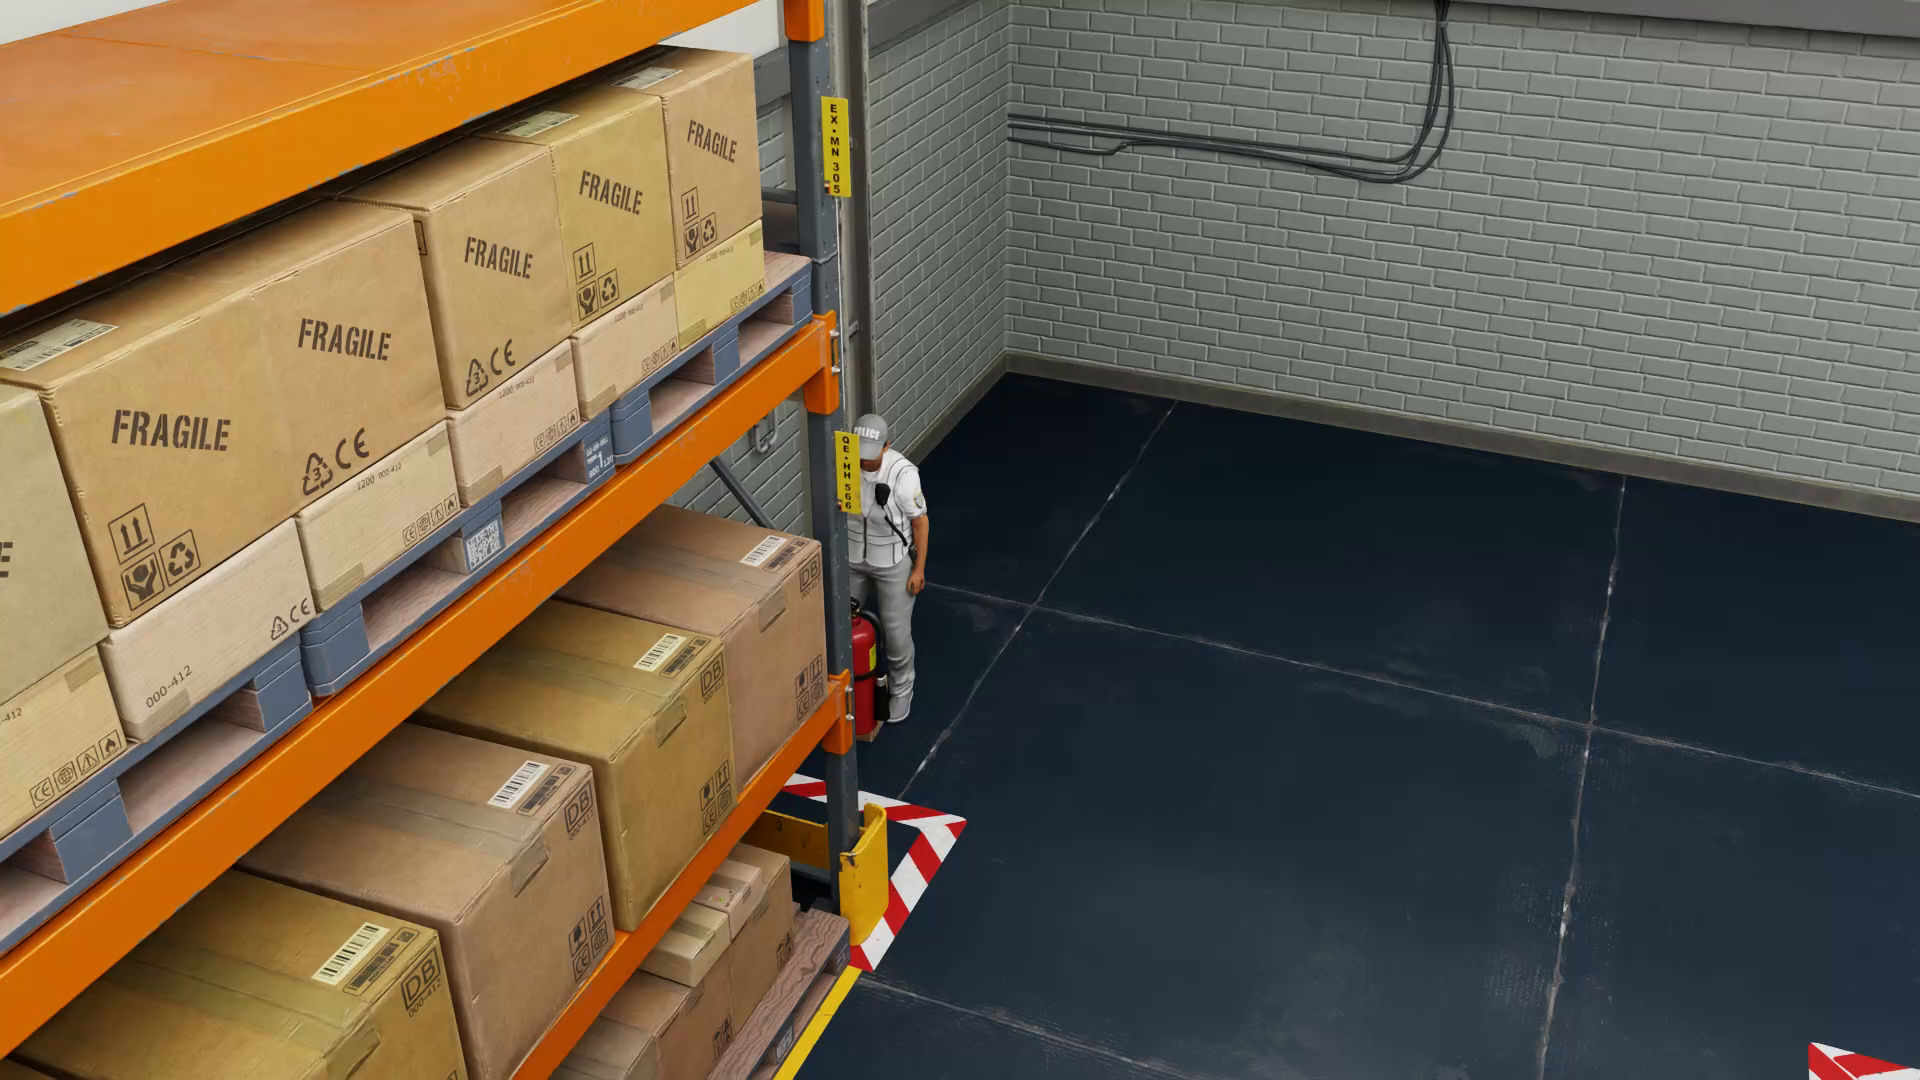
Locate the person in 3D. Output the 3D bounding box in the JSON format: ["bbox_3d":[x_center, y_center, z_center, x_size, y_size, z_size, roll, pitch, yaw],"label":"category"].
[{"bbox_3d":[-0.437,0.115,8.183,0.564,1.666,0.466,10,31,16],"label":"person"}]
